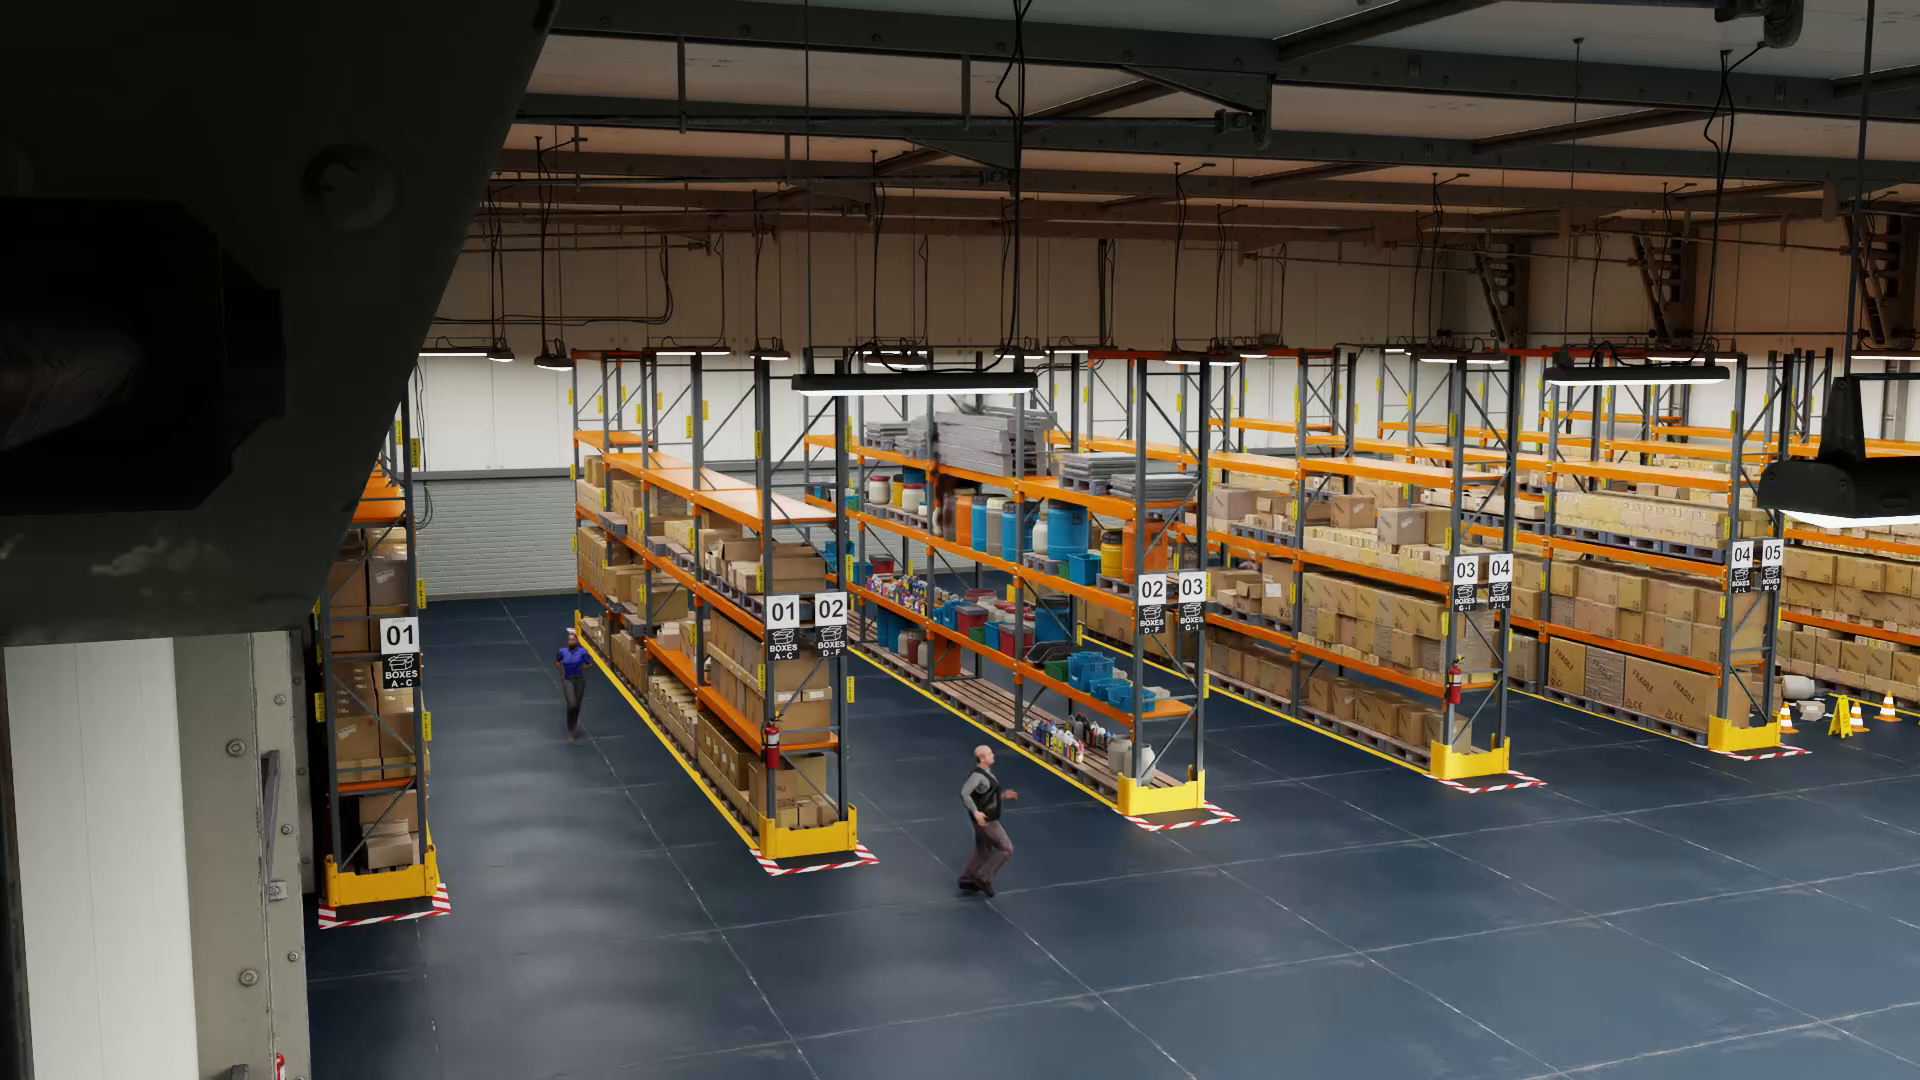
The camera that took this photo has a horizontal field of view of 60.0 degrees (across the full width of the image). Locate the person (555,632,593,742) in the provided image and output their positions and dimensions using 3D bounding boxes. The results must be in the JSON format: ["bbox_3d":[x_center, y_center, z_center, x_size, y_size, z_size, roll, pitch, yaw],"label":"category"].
[{"bbox_3d":[-6.046,2.293,26.099,0.536,1.725,0.756,-3,8,-20],"label":"person"}]

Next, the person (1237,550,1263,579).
[{"bbox_3d":[6.212,1.081,35.427,0.712,1.729,0.570,-3,8,-26],"label":"person"}]

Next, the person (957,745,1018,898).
[{"bbox_3d":[0.310,3.163,18.724,0.694,1.719,0.634,0,7,3],"label":"person"}]
